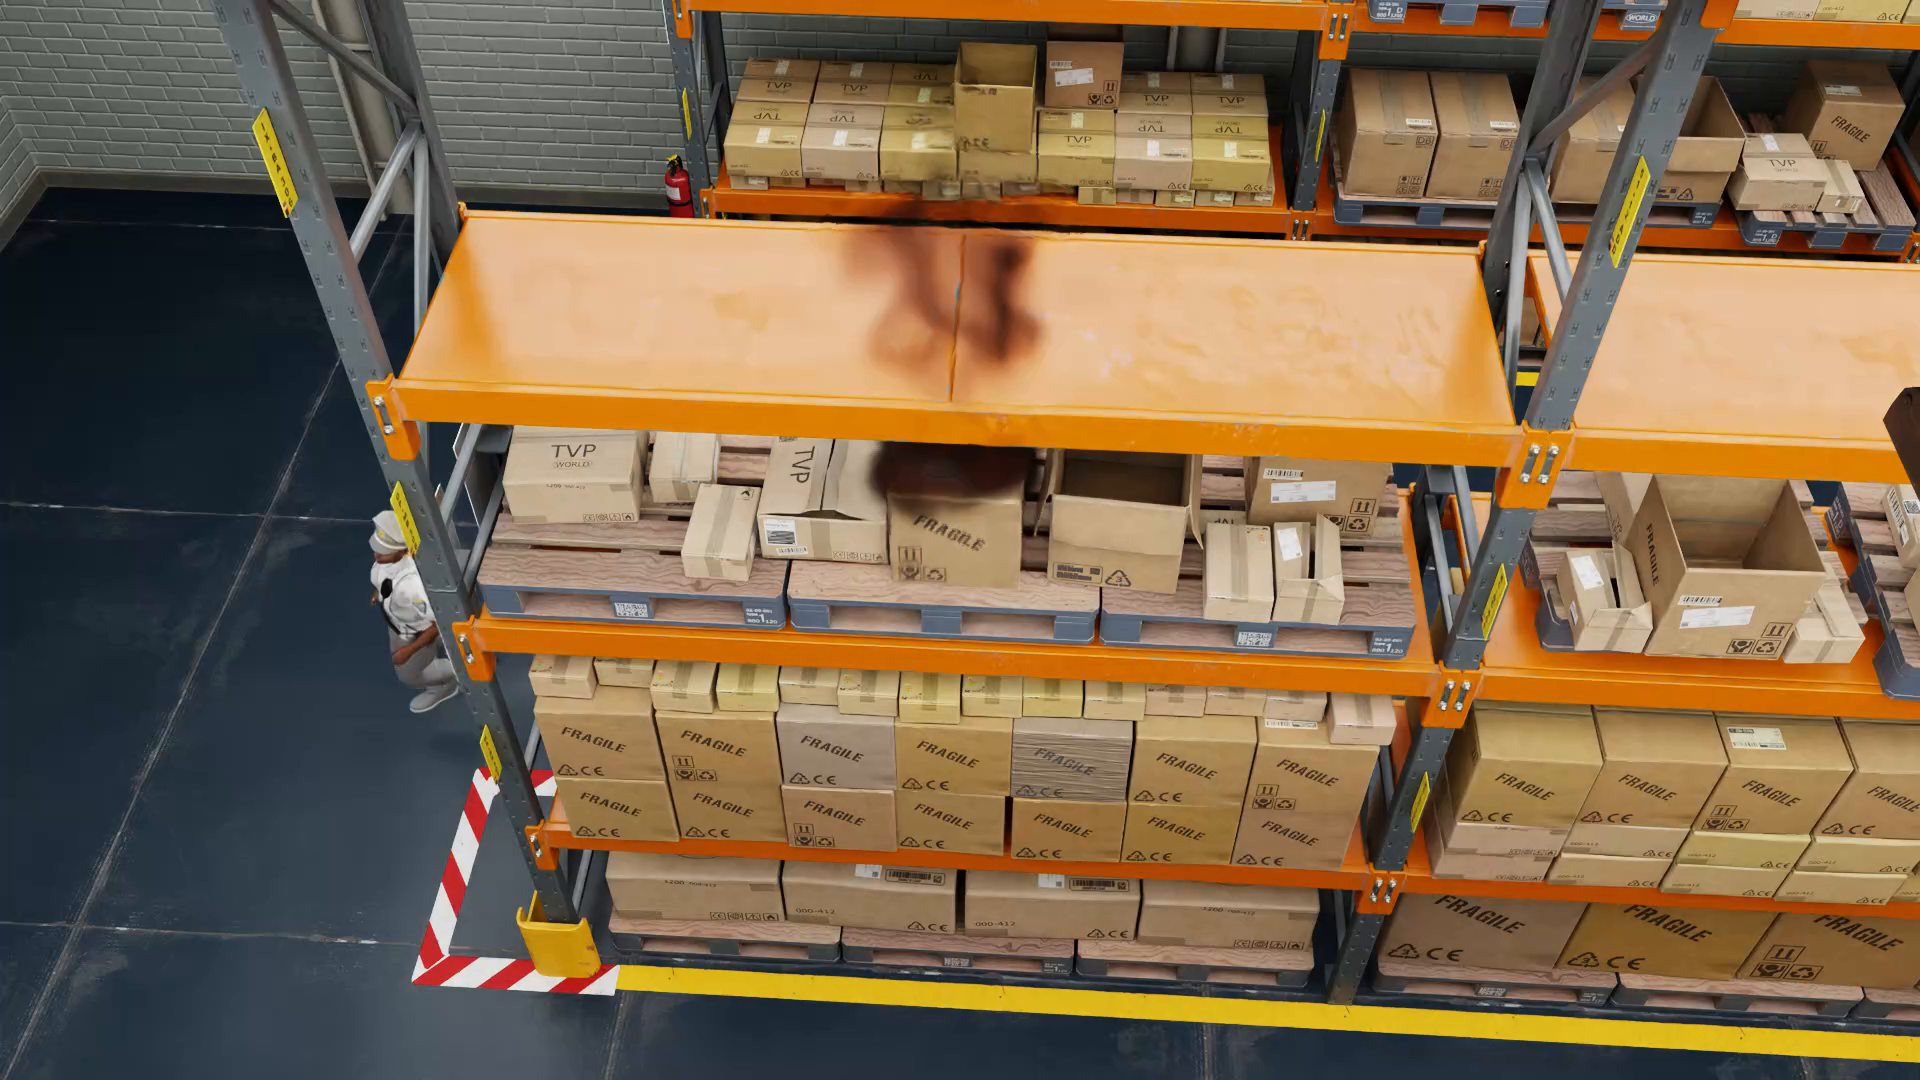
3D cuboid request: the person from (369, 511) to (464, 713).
[{"bbox_3d":[-2.856,0.418,8.877,0.488,1.669,0.633,-23,52,-20],"label":"person"}]
